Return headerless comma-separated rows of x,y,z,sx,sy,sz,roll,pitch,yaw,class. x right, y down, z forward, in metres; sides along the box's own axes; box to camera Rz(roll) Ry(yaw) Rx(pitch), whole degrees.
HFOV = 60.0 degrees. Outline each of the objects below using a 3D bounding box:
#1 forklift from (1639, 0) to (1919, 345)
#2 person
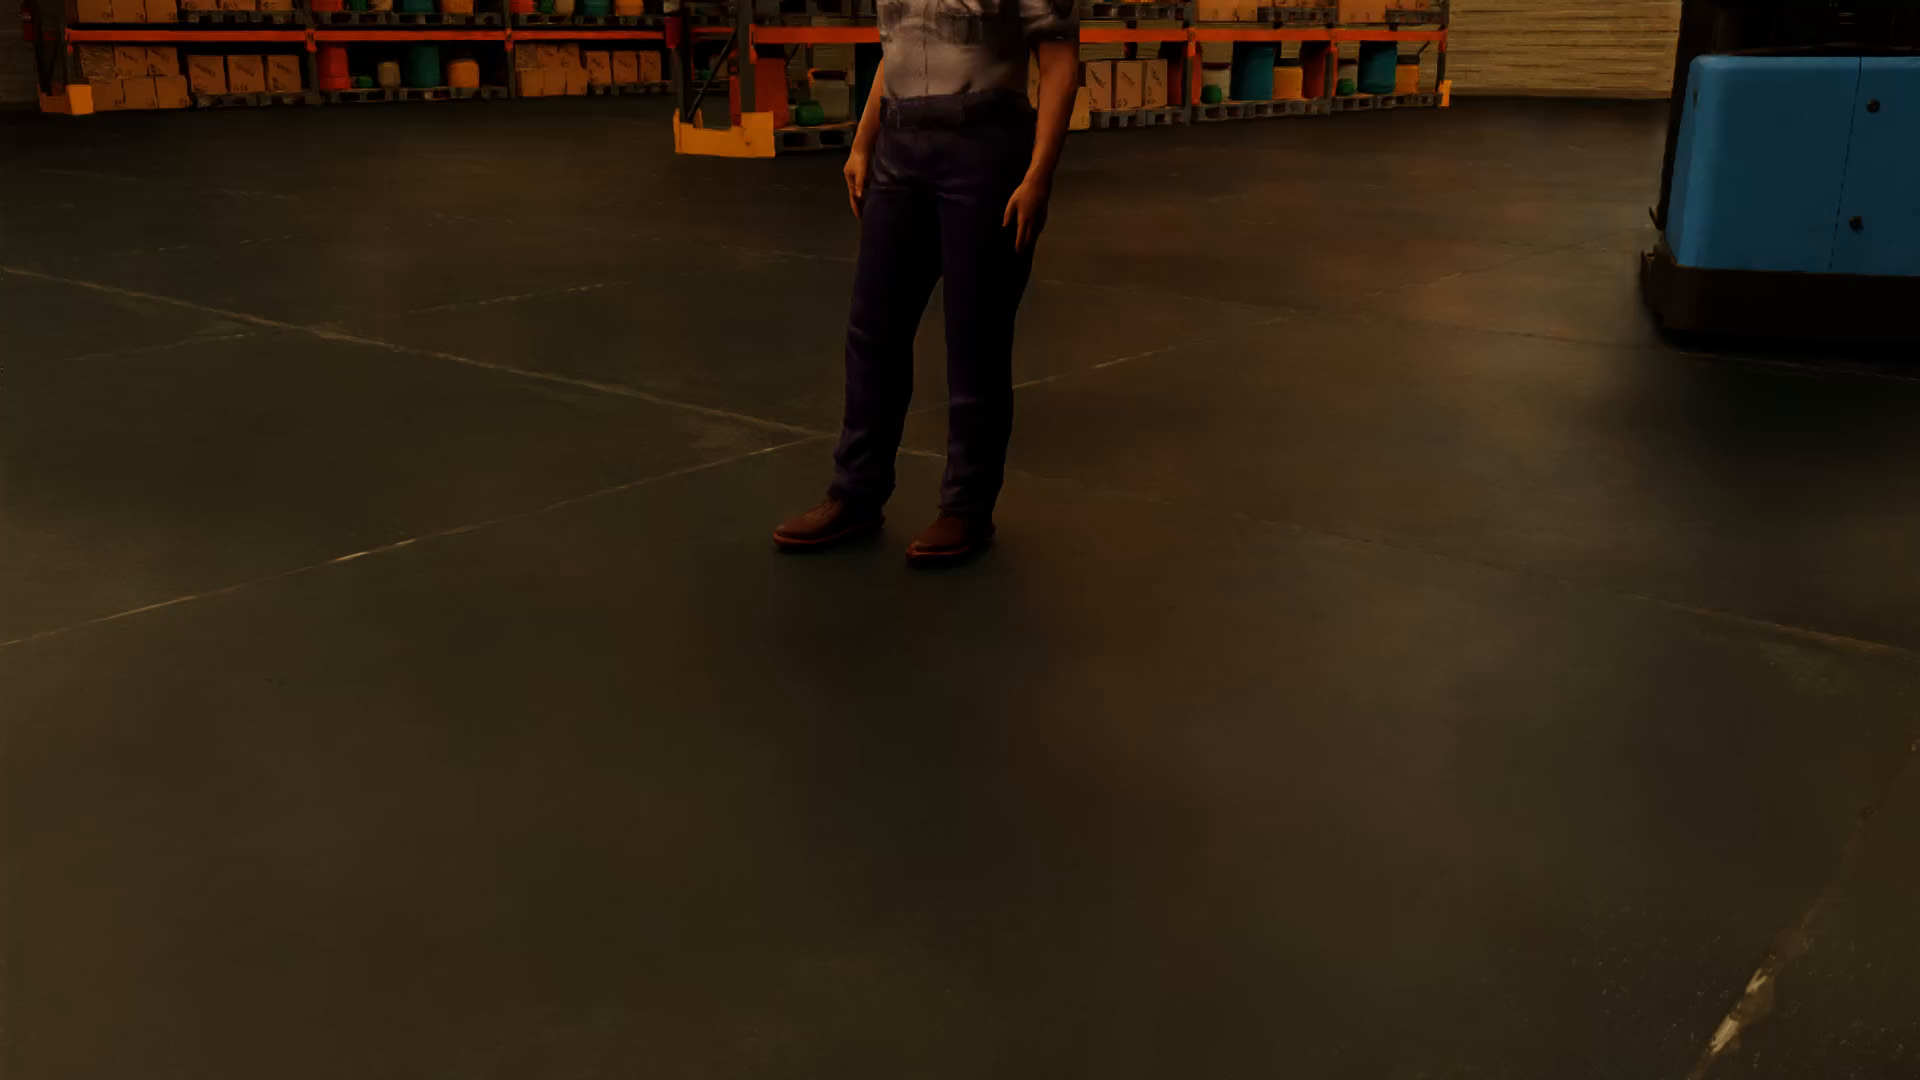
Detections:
3.687,-2.494,7.111,1.130,2.935,3.031,6,18,19,forklift
-0.075,-0.779,3.648,0.599,1.650,0.502,13,21,37,person
